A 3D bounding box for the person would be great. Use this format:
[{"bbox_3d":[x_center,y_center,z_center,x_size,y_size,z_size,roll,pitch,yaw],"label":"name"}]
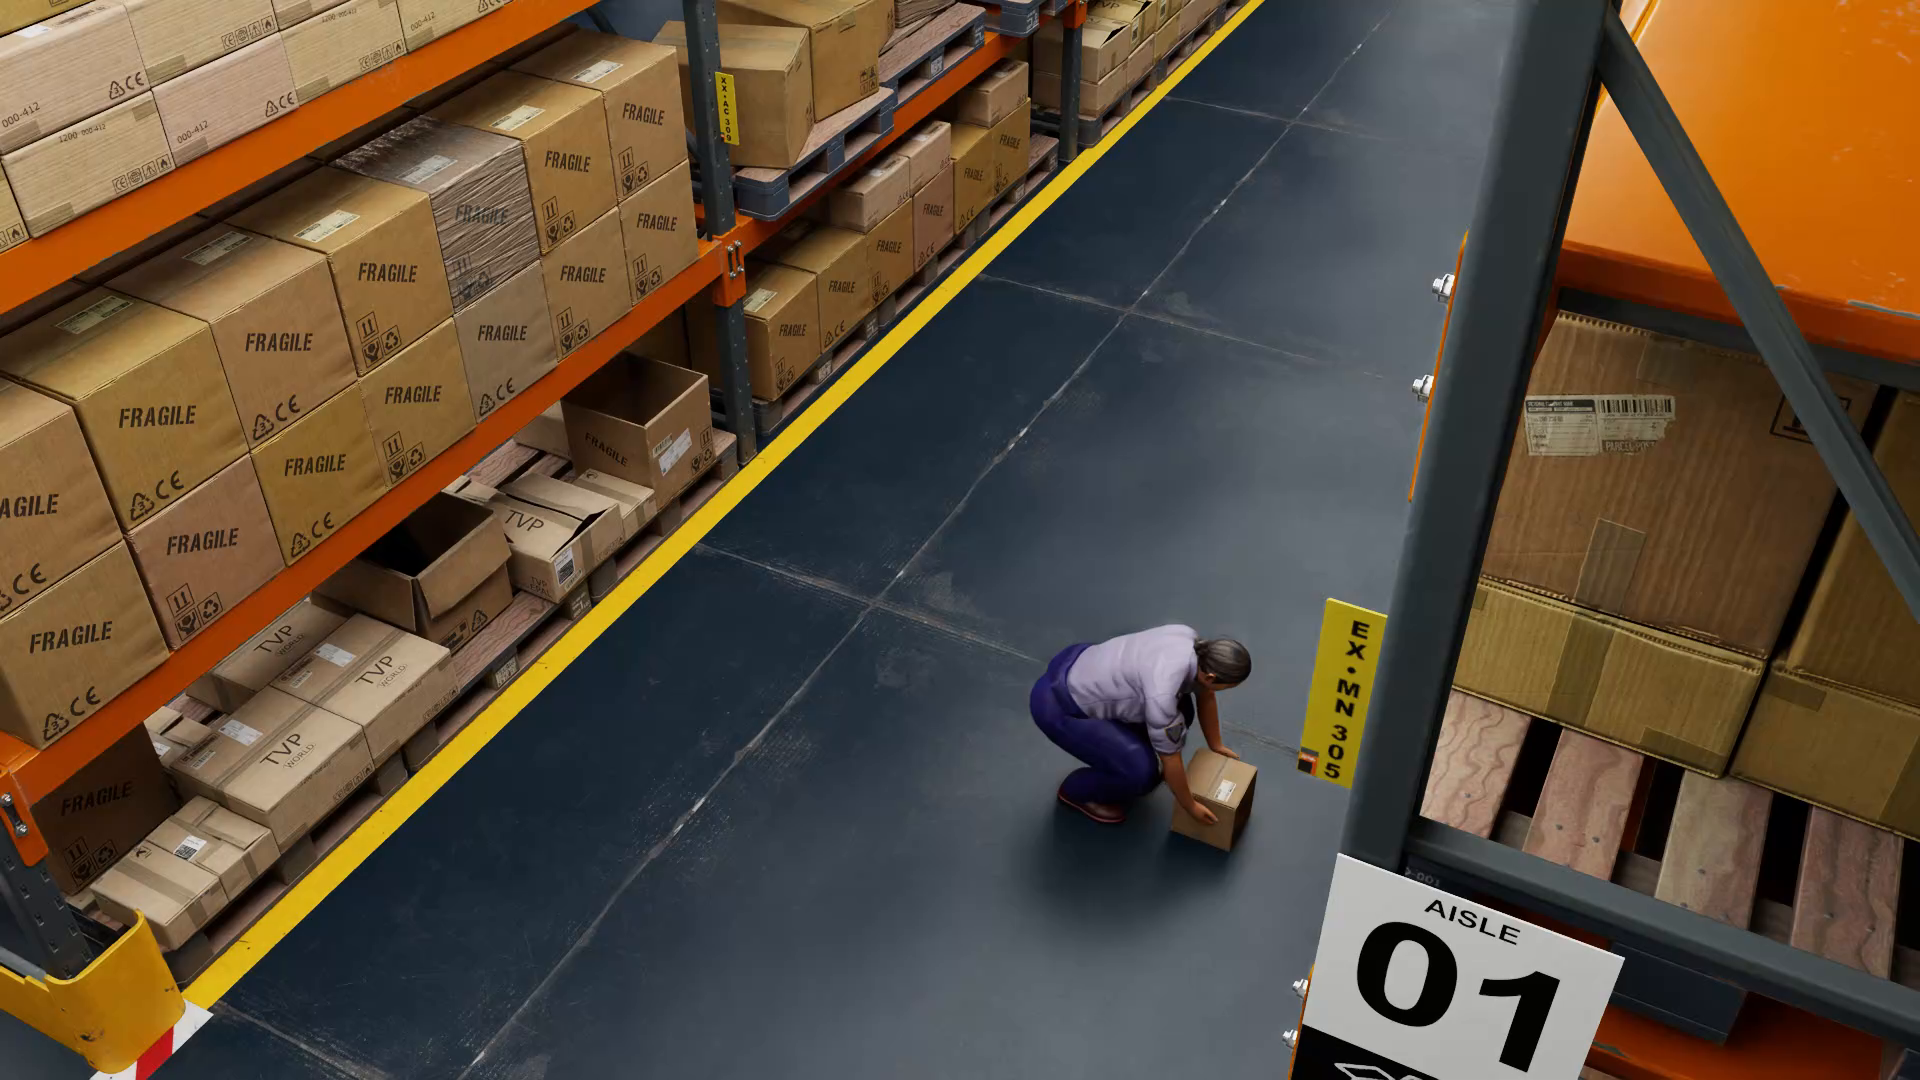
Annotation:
[{"bbox_3d":[0.700,0.676,6.513,0.821,0.899,0.526,18,42,21],"label":"person"}]
